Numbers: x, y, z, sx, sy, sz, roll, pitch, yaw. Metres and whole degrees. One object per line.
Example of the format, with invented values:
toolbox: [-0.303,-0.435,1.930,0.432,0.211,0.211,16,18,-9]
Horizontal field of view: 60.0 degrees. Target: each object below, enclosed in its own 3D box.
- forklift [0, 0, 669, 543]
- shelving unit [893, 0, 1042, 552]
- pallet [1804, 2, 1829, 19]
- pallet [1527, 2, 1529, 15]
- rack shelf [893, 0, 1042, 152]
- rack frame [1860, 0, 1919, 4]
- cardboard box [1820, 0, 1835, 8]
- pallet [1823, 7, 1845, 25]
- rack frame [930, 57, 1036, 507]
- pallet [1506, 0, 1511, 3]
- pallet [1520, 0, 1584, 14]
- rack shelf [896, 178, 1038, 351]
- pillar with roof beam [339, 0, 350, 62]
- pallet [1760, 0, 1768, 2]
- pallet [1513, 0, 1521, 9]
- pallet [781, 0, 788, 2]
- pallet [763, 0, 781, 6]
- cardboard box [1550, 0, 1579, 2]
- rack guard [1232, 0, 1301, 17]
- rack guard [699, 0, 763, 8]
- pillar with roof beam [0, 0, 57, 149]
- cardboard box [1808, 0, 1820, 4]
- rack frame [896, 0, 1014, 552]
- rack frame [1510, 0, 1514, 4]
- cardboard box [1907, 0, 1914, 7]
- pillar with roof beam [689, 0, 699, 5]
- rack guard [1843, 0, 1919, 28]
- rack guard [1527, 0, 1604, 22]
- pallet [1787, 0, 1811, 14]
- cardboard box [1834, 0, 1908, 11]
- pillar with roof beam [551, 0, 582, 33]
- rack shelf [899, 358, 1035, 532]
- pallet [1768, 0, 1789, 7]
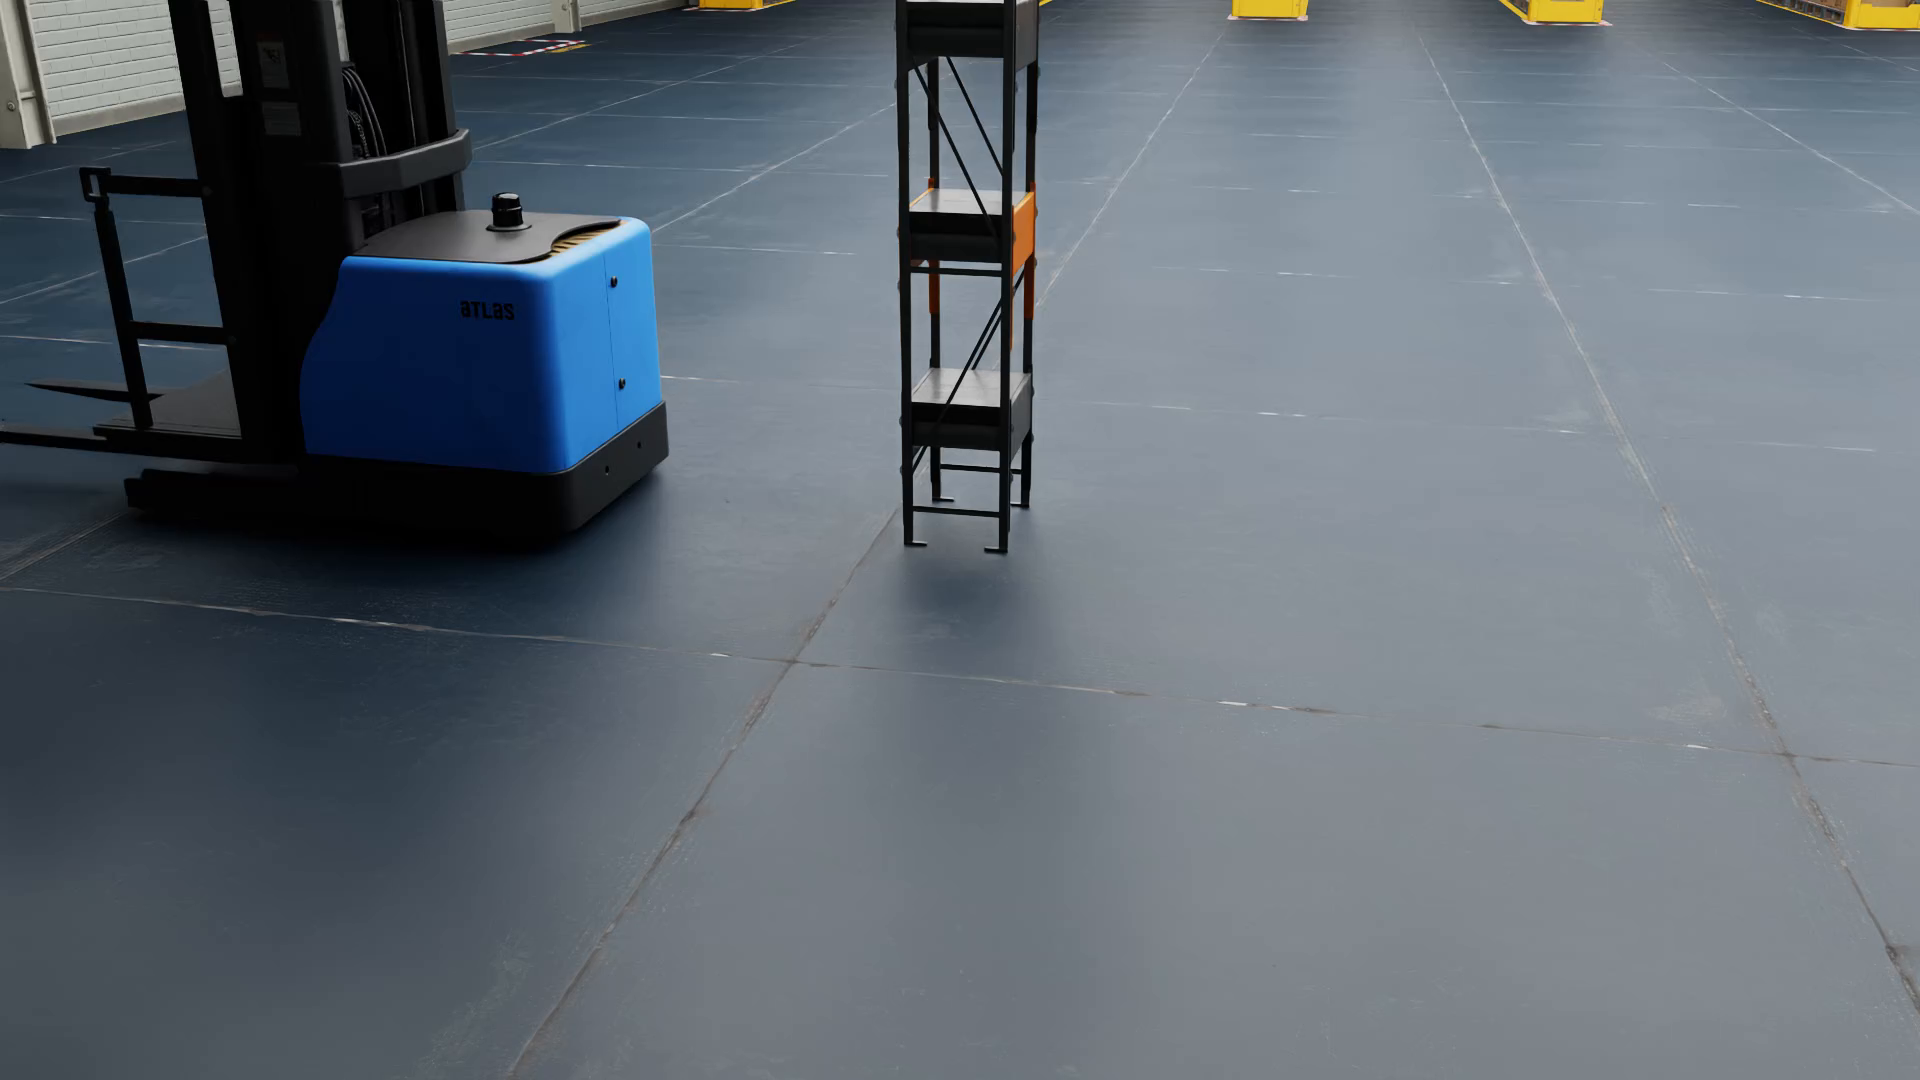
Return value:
forklift: [-2.809,-1.625,6.465,3.031,2.935,1.130,5,23,13]
shelving unit: [0.034,-1.035,6.112,0.431,2.100,0.503,4,22,11]
pallet: [15.423,-9.229,28.986,1.003,0.211,1.213,4,22,11]
pallet: [10.466,-9.223,28.971,1.003,0.211,1.213,4,22,11]
rack shelf: [0.034,-1.671,5.855,0.431,0.518,0.480,4,22,11]
rack frame: [15.085,-9.779,26.619,1.000,3.000,0.127,4,22,11]
cardboard box: [15.336,-9.563,28.365,0.875,0.875,0.875,4,22,10]
pallet: [15.171,-8.784,27.881,1.003,0.211,1.213,4,22,11]
rack frame: [0.084,-1.124,6.333,0.400,2.100,0.015,4,22,11]
pallet: [11.223,-10.648,32.510,1.003,0.211,1.213,4,22,11]
pallet: [10.717,-9.668,30.075,1.003,0.211,1.213,4,22,11]
rack shelf: [0.034,-1.022,6.117,0.431,0.518,0.480,4,22,11]
pillar with roof beam: [-3.236,-9.715,18.429,9.100,9.000,0.400,4,22,11]
pallet: [16.231,-10.684,32.599,1.003,0.211,1.213,4,22,11]
pallet: [10.964,-10.115,31.187,1.003,0.211,1.213,4,22,11]
pallet: [-3.830,-10.800,32.888,1.003,0.211,1.213,4,22,11]
pallet: [-4.082,-10.355,31.784,1.003,0.211,1.213,4,22,11]
cardboard box: [10.394,-9.456,28.602,0.500,0.500,0.500,9,24,21]
rack guard: [5.371,-9.443,29.132,1.175,0.500,0.348,4,22,11]
rack guard: [-4.282,-10.195,30.999,1.175,0.500,0.348,4,22,11]
pillar with roof beam: [-4.460,-7.520,12.981,9.100,9.000,0.400,4,22,11]
cardboard box: [15.524,-9.896,29.193,0.875,0.875,0.875,5,22,11]
rack frame: [-0.016,-0.945,5.890,0.400,2.100,0.015,4,22,11]
rack frame: [11.066,-11.657,31.282,1.000,3.000,0.127,4,22,11]
cardboard box: [16.589,-9.438,29.114,0.500,0.500,0.500,8,23,20]
pillar with roof beam: [-0.787,-14.103,29.326,9.100,9.000,0.400,4,22,11]
rack guard: [15.080,-8.611,27.064,1.175,0.500,0.348,4,22,11]
rack guard: [10.265,-9.062,28.186,1.175,0.500,0.348,4,22,11]
pallet: [15.669,-9.676,30.097,1.003,0.211,1.213,4,22,11]
cardboard box: [15.159,-9.241,27.566,0.875,0.875,0.875,5,22,11]
pillar with roof beam: [-2.011,-11.909,23.878,9.100,9.000,0.400,4,22,11]
rack shelf: [0.034,-0.373,6.378,0.431,0.518,0.480,4,22,11]
pallet: [15.985,-10.236,31.487,1.003,0.211,1.213,4,22,11]
